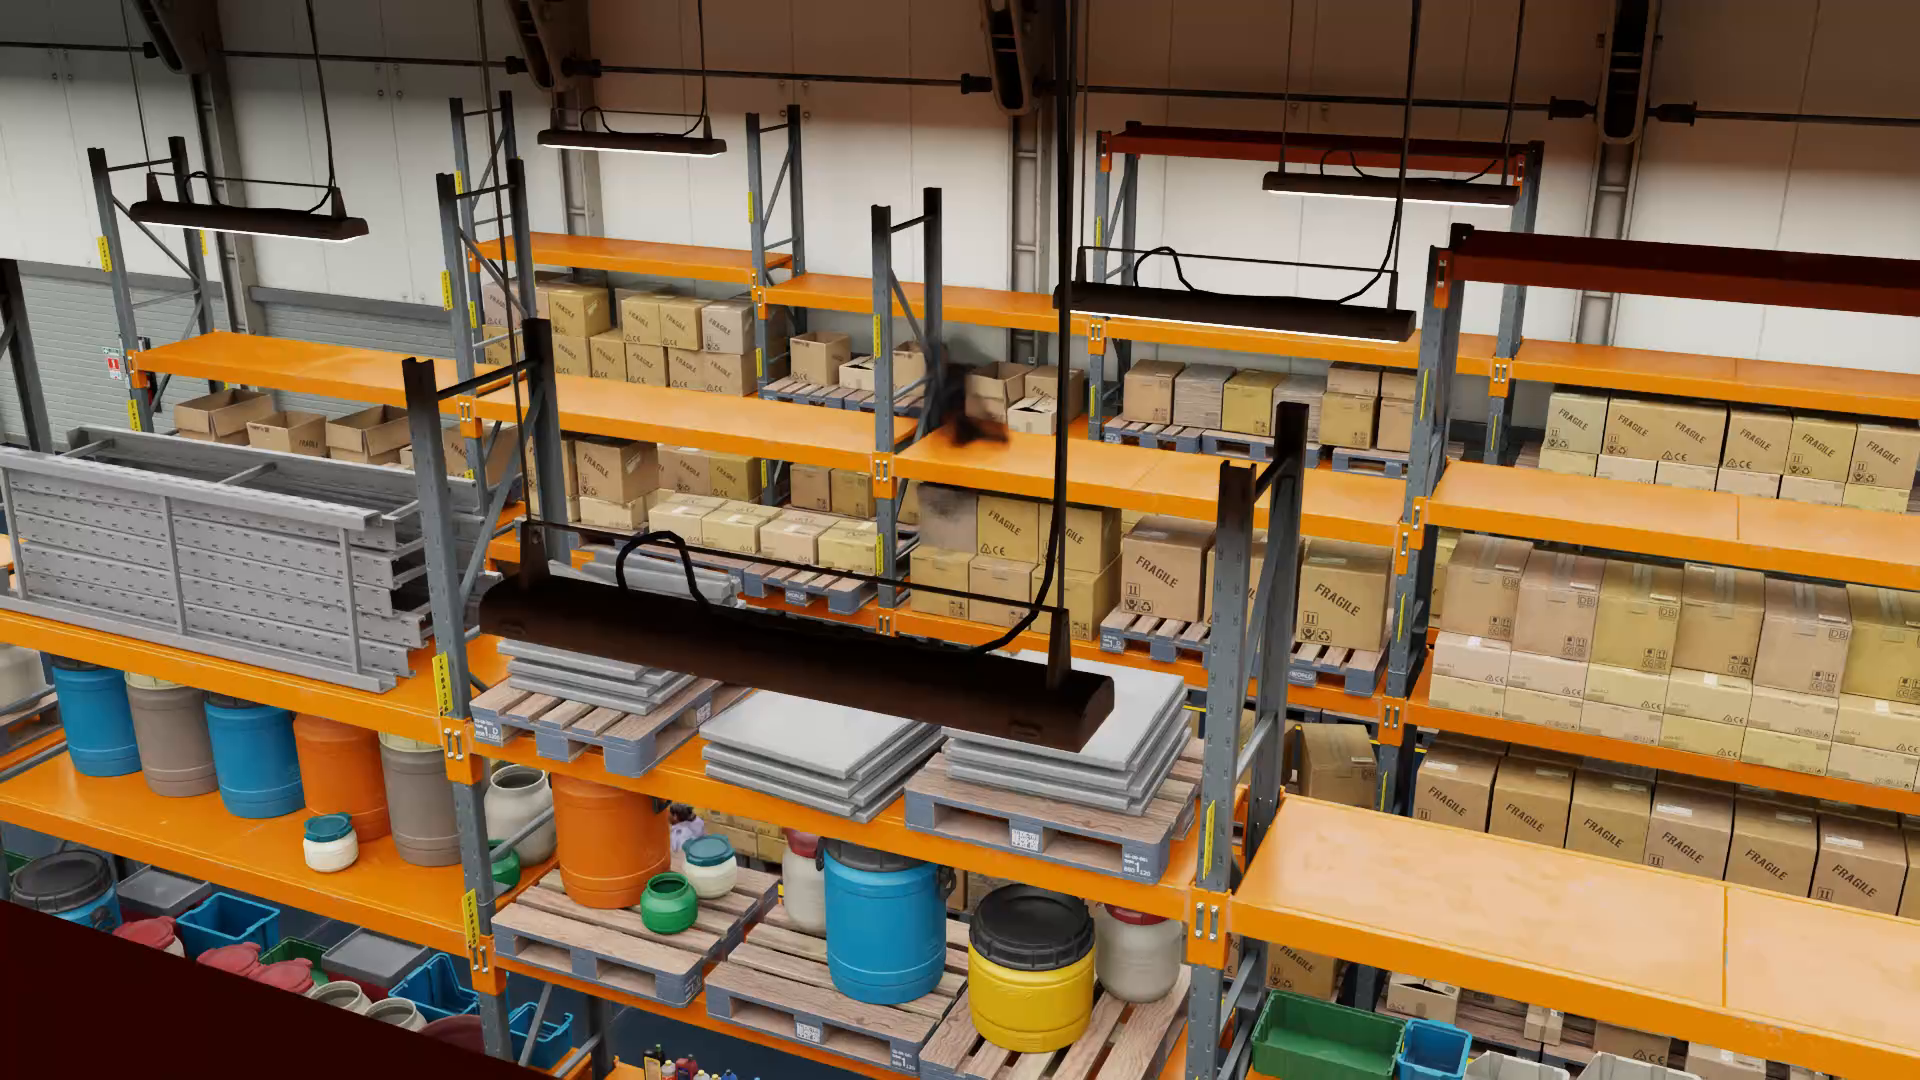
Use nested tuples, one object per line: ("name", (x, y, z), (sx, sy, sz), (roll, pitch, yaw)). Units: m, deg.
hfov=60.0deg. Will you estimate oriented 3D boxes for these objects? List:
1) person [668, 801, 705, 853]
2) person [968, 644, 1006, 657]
("person", (-2.056, 2.704, 12.451), (0.692, 1.773, 0.613), (7, 22, 19))
("person", (0.239, 1.240, 16.125), (0.536, 1.743, 0.730), (8, 22, 19))
